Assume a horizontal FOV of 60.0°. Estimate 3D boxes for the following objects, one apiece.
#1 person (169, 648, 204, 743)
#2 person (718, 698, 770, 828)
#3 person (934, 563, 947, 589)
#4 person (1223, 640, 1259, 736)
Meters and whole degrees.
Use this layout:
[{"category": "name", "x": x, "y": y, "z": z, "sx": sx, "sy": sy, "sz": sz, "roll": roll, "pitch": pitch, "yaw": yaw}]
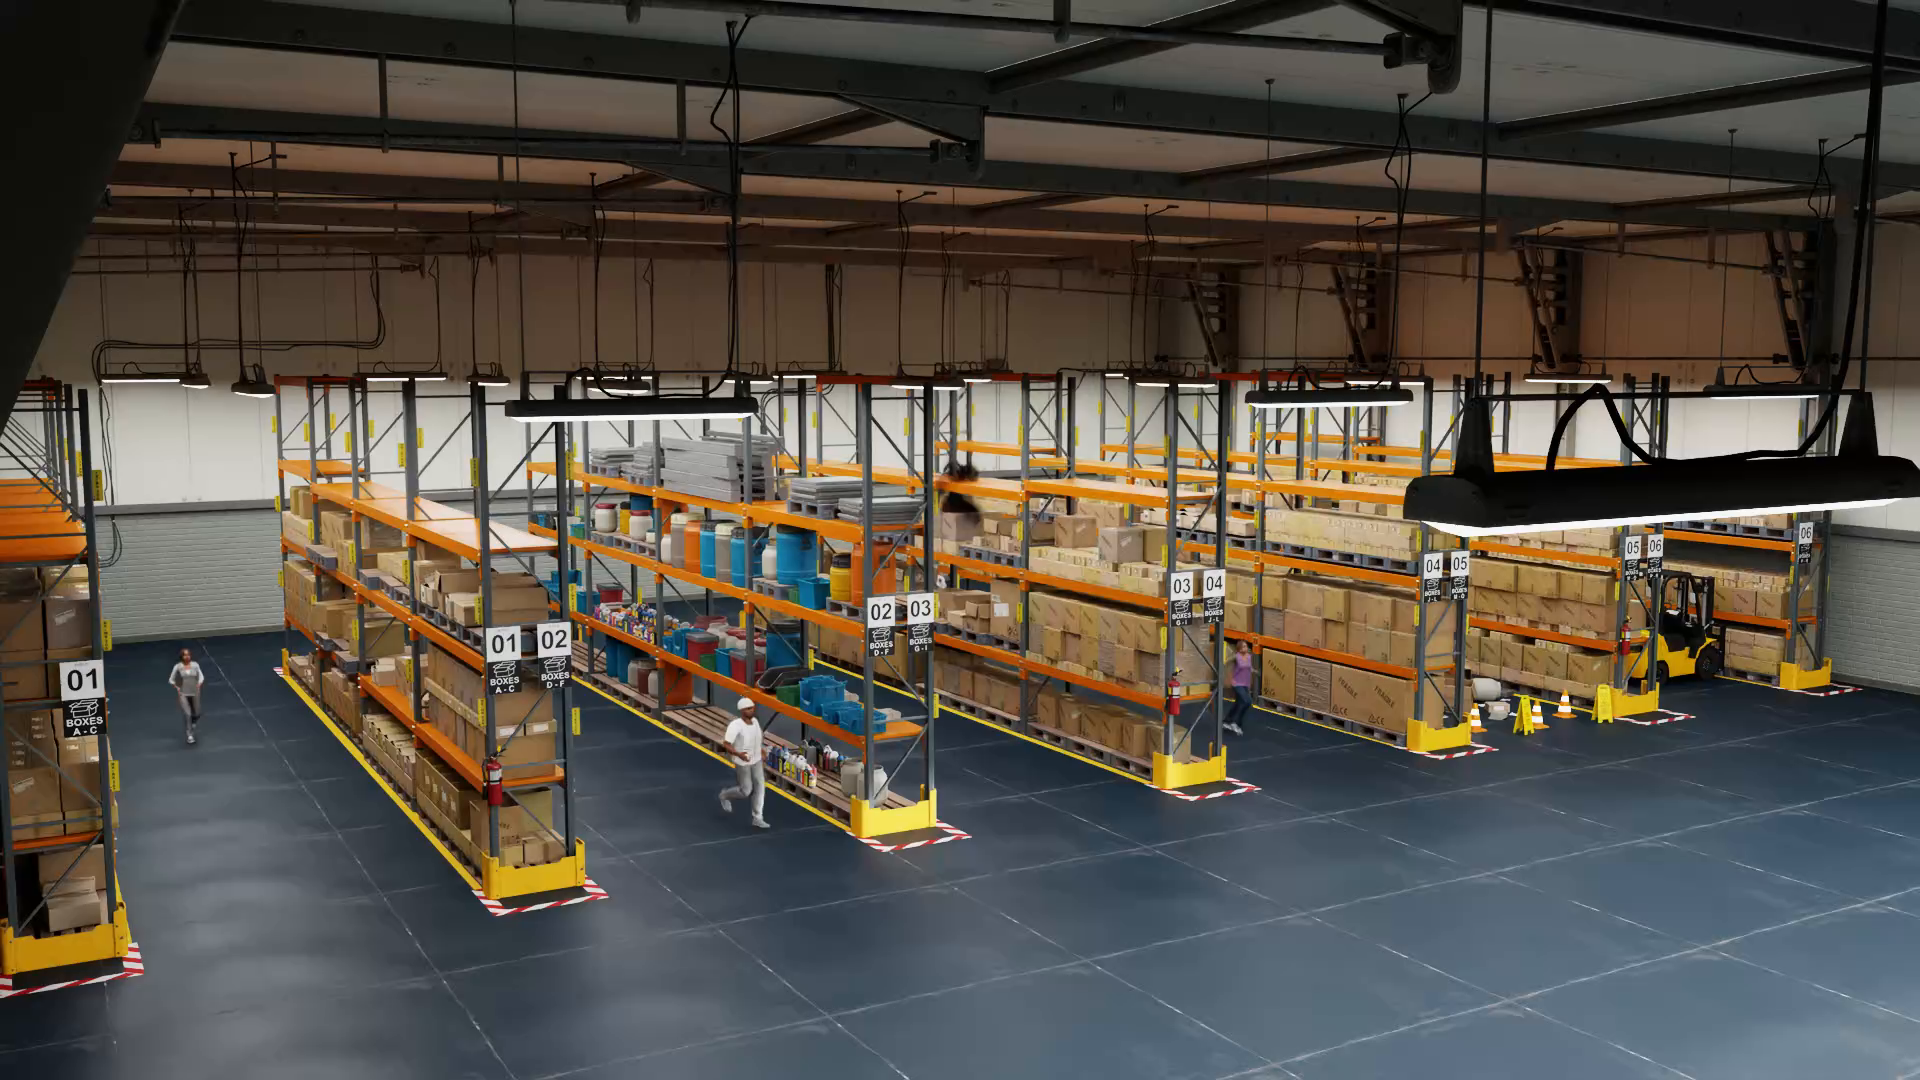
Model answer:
[{"category": "person", "x": -12.771, "y": 2.557, "z": 27.482, "sx": 0.535, "sy": 1.548, "sz": 0.567, "roll": -4, "pitch": 8, "yaw": -35}, {"category": "person", "x": -2.914, "y": 3.005, "z": 22.583, "sx": 0.870, "sy": 1.750, "sz": 0.696, "roll": 5, "pitch": 8, "yaw": 38}, {"category": "person", "x": -0.553, "y": 1.357, "z": 37.904, "sx": 0.597, "sy": 1.665, "sz": 0.557, "roll": -2, "pitch": 7, "yaw": -17}, {"category": "person", "x": 4.740, "y": 2.486, "z": 28.031, "sx": 0.507, "sy": 1.625, "sz": 0.684, "roll": -5, "pitch": 8, "yaw": -39}]
